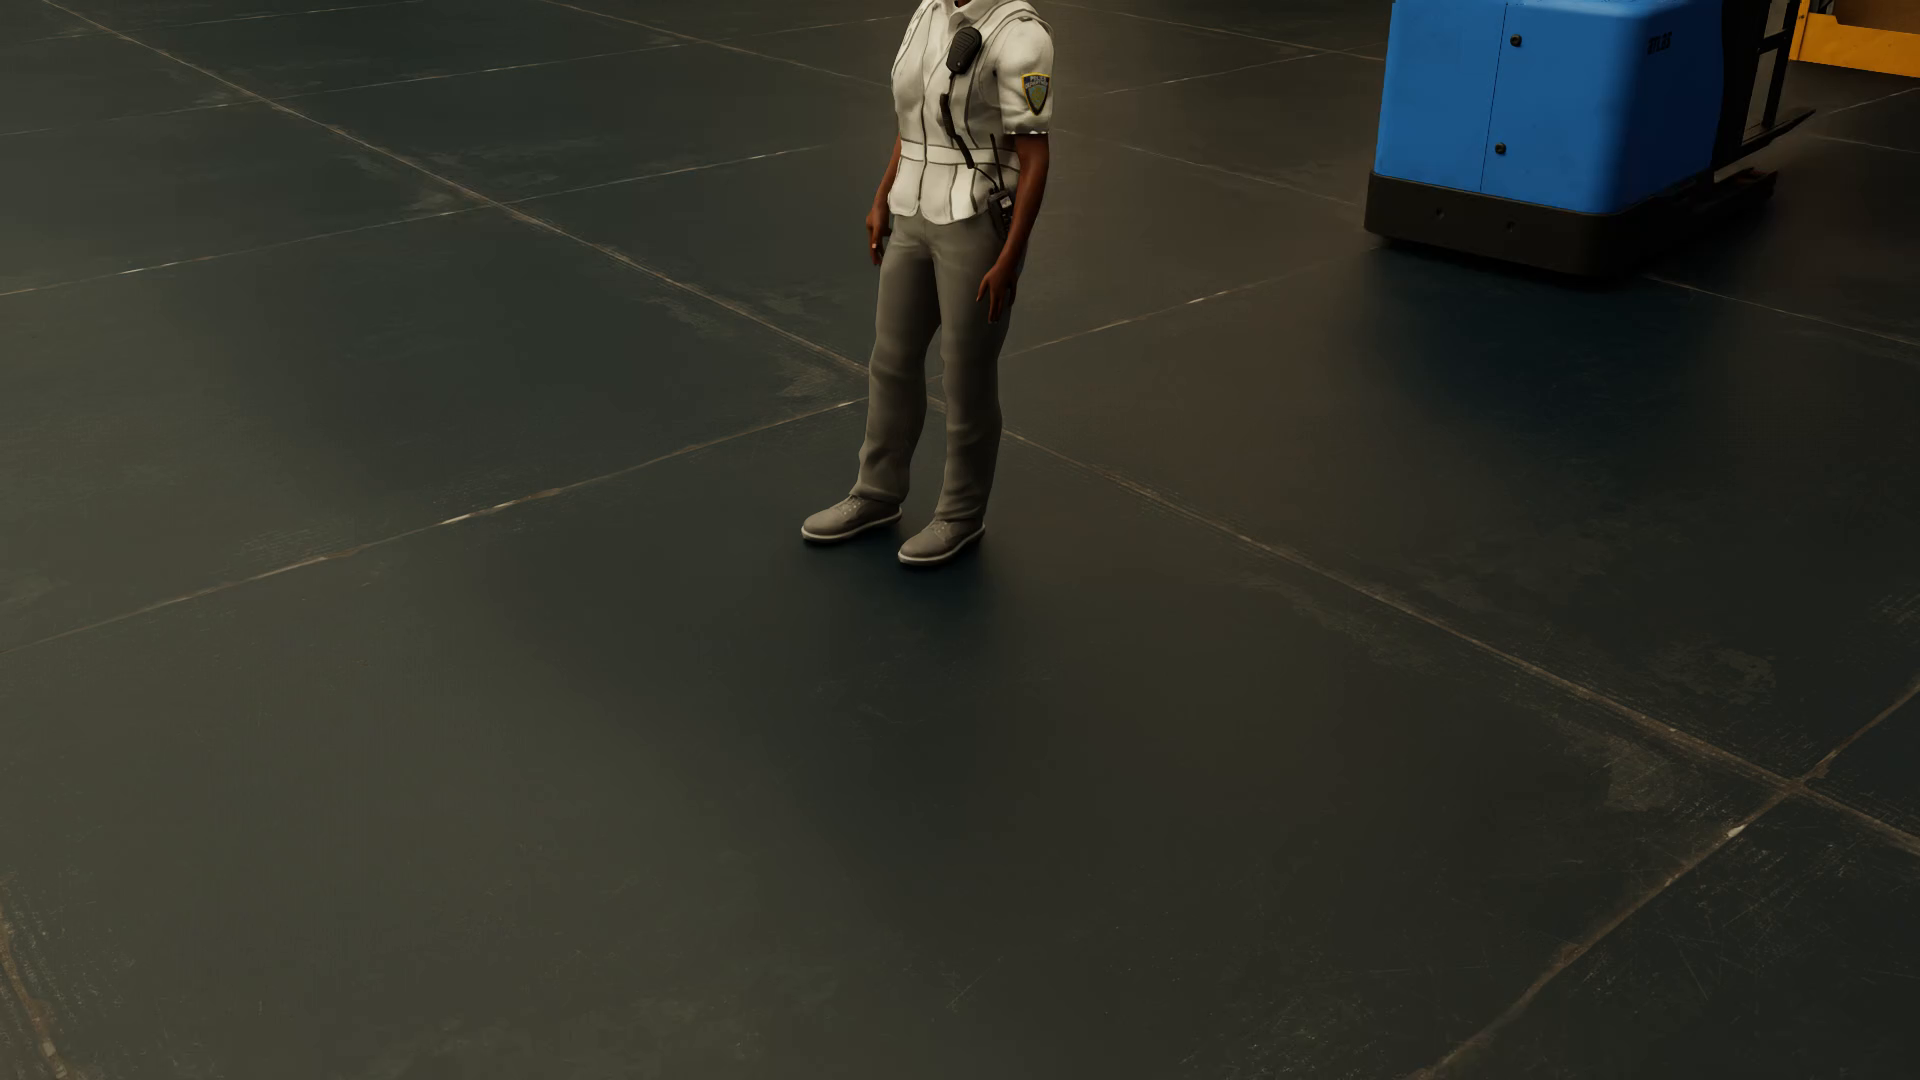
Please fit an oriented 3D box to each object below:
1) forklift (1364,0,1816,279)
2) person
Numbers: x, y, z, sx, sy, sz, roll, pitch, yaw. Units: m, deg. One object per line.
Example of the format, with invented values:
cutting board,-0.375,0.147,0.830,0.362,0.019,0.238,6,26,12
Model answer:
forklift,3.054,-2.893,7.036,1.130,2.935,3.031,22,34,37
person,-0.070,-0.751,4.092,0.530,1.694,0.569,-20,33,-35
